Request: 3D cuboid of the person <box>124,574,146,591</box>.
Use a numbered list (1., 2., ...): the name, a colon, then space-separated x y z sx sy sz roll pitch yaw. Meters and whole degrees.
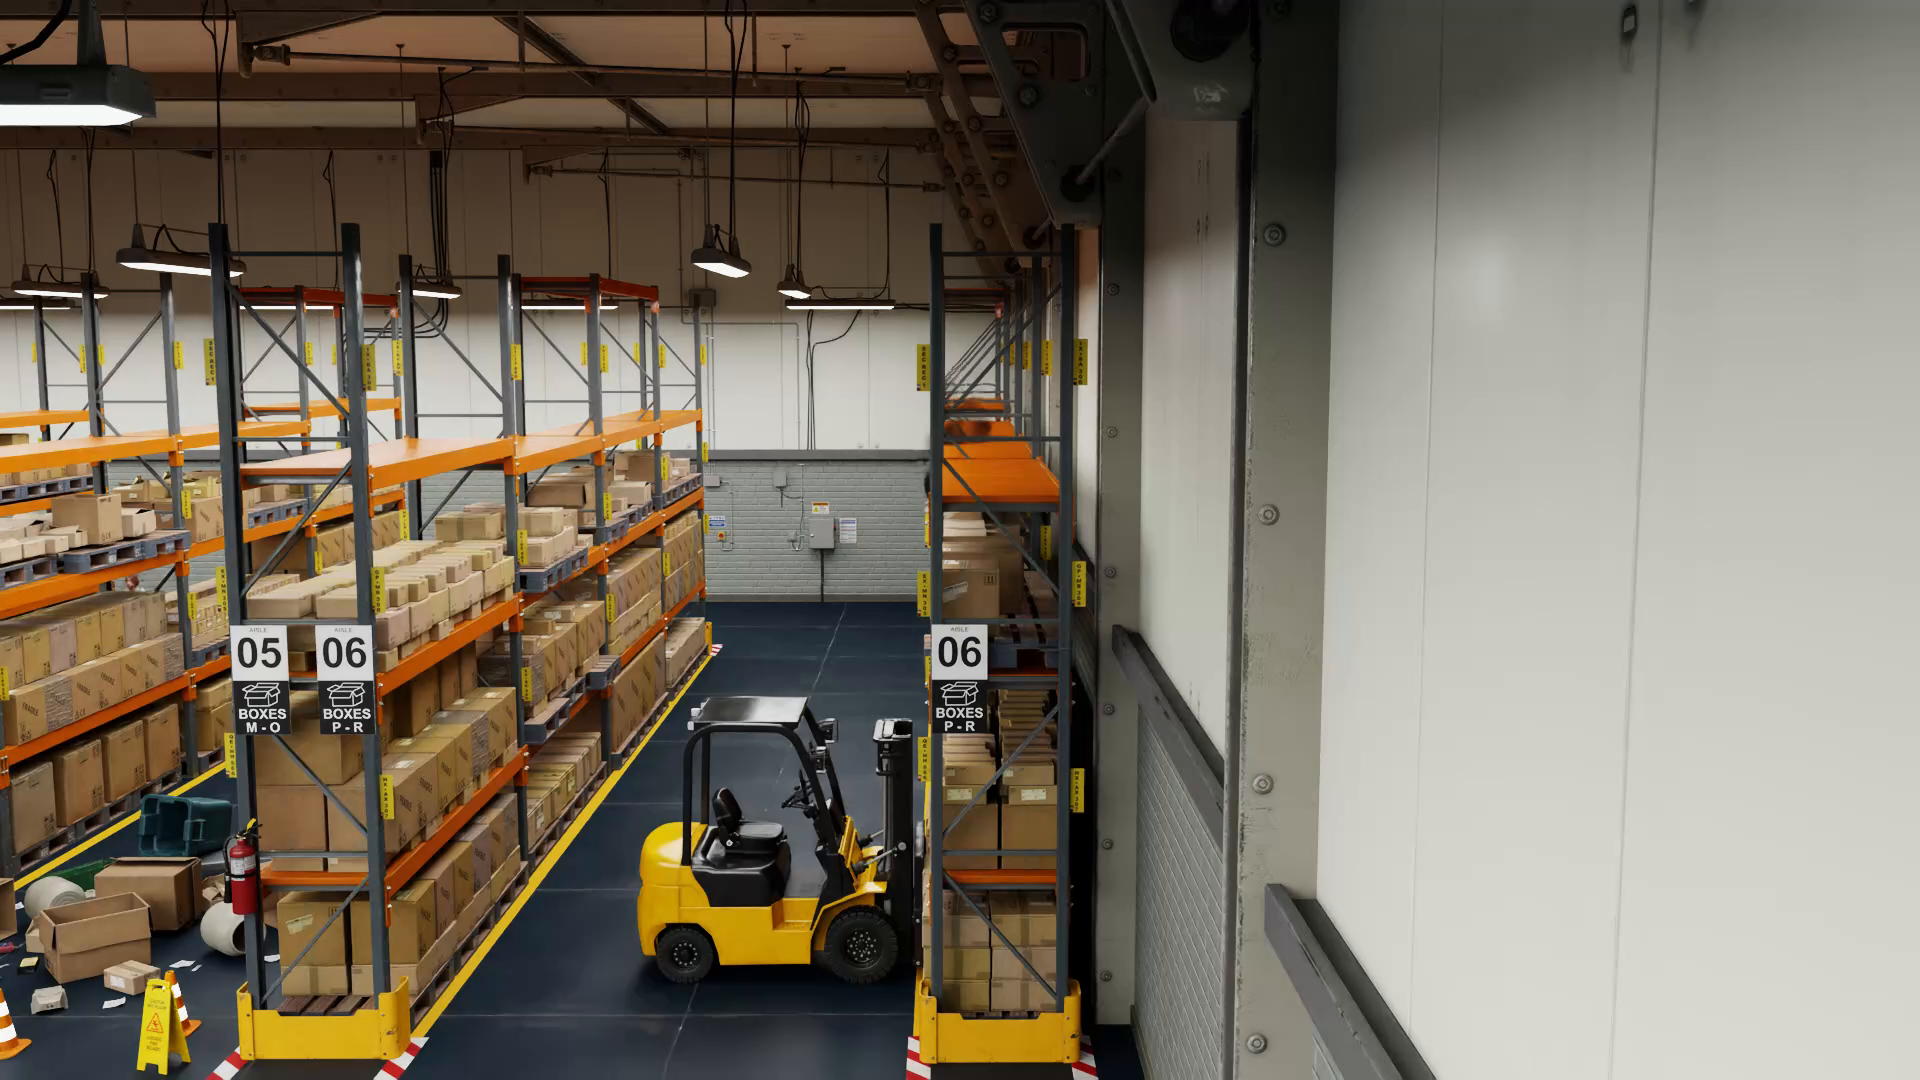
1. person: -12.960 1.316 26.213 0.547 1.596 0.813 0 7 3
